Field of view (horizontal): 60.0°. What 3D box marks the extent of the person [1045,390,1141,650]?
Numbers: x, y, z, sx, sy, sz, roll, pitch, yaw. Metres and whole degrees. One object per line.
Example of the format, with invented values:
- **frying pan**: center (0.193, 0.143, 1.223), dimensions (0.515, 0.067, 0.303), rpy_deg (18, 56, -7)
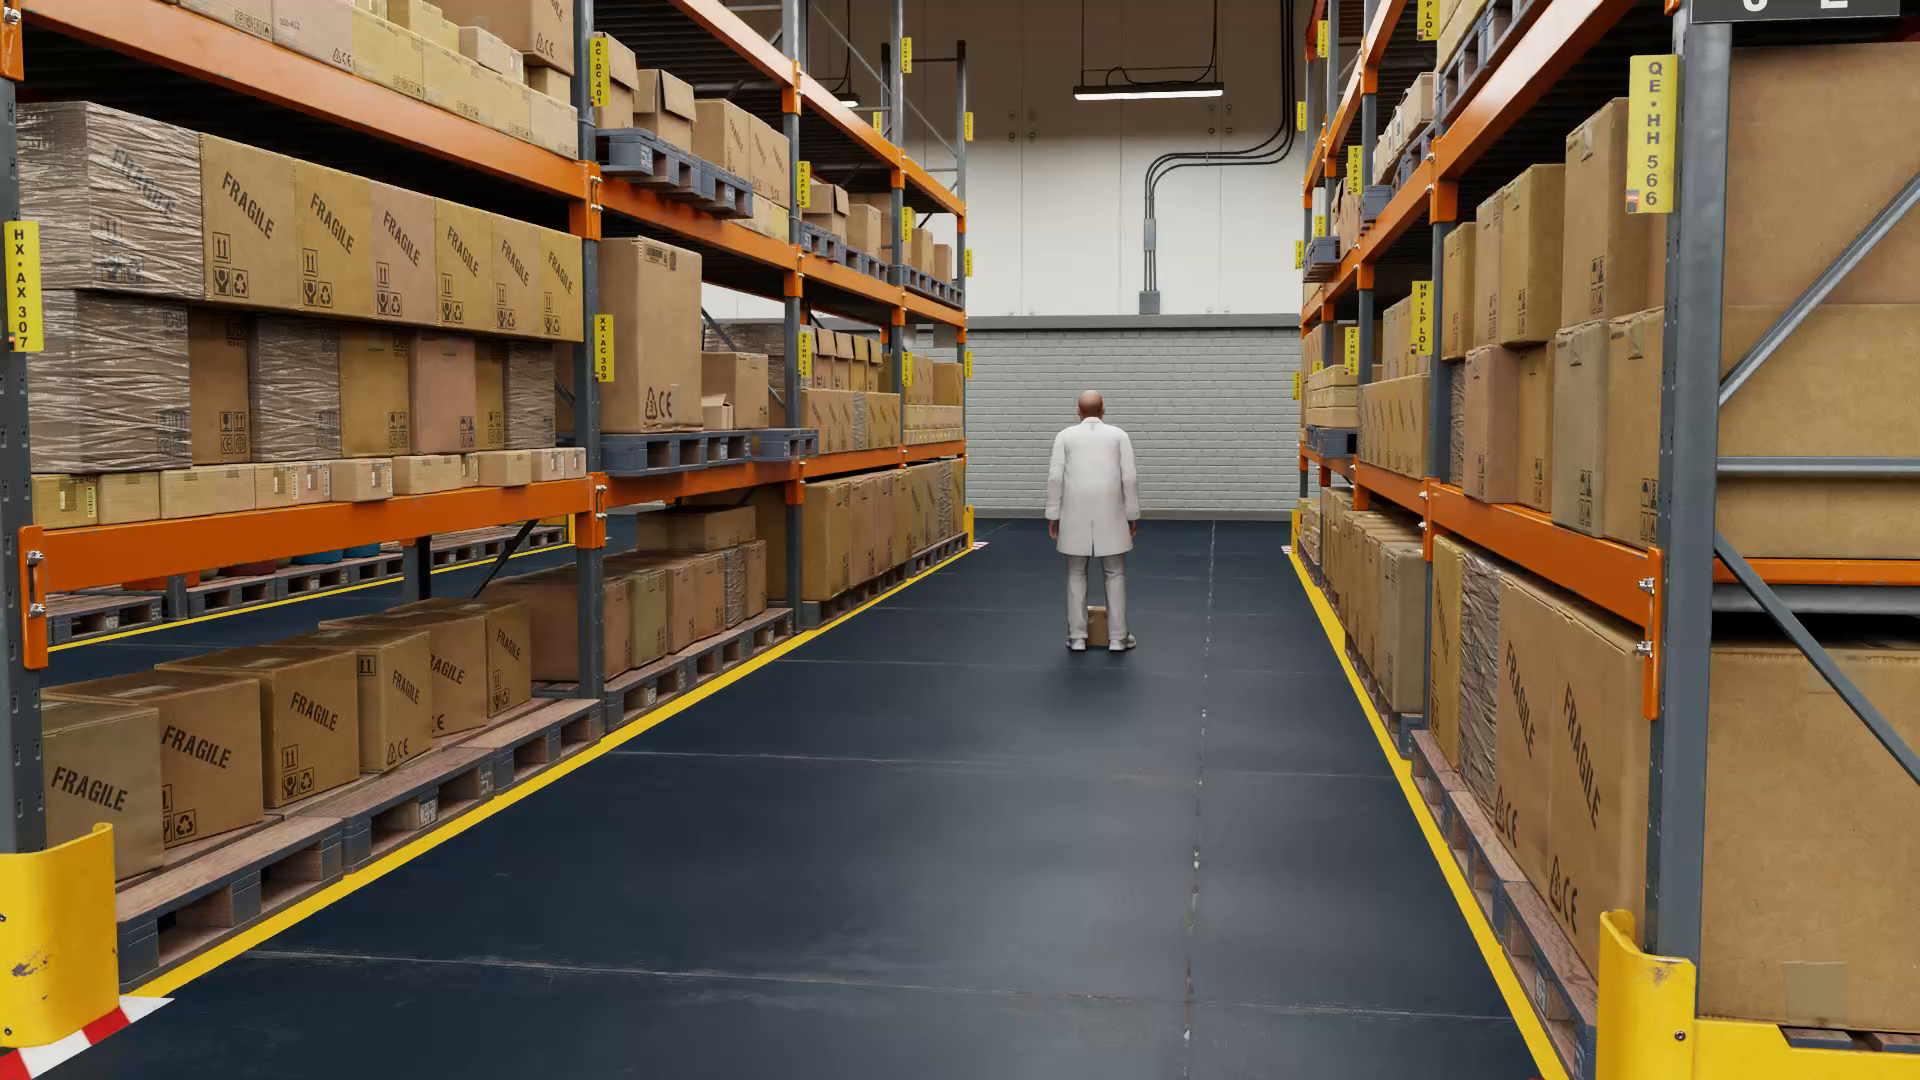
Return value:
- **person**: center (0.910, -0.138, 11.393), dimensions (0.656, 1.774, 0.417), rpy_deg (0, 4, 7)
